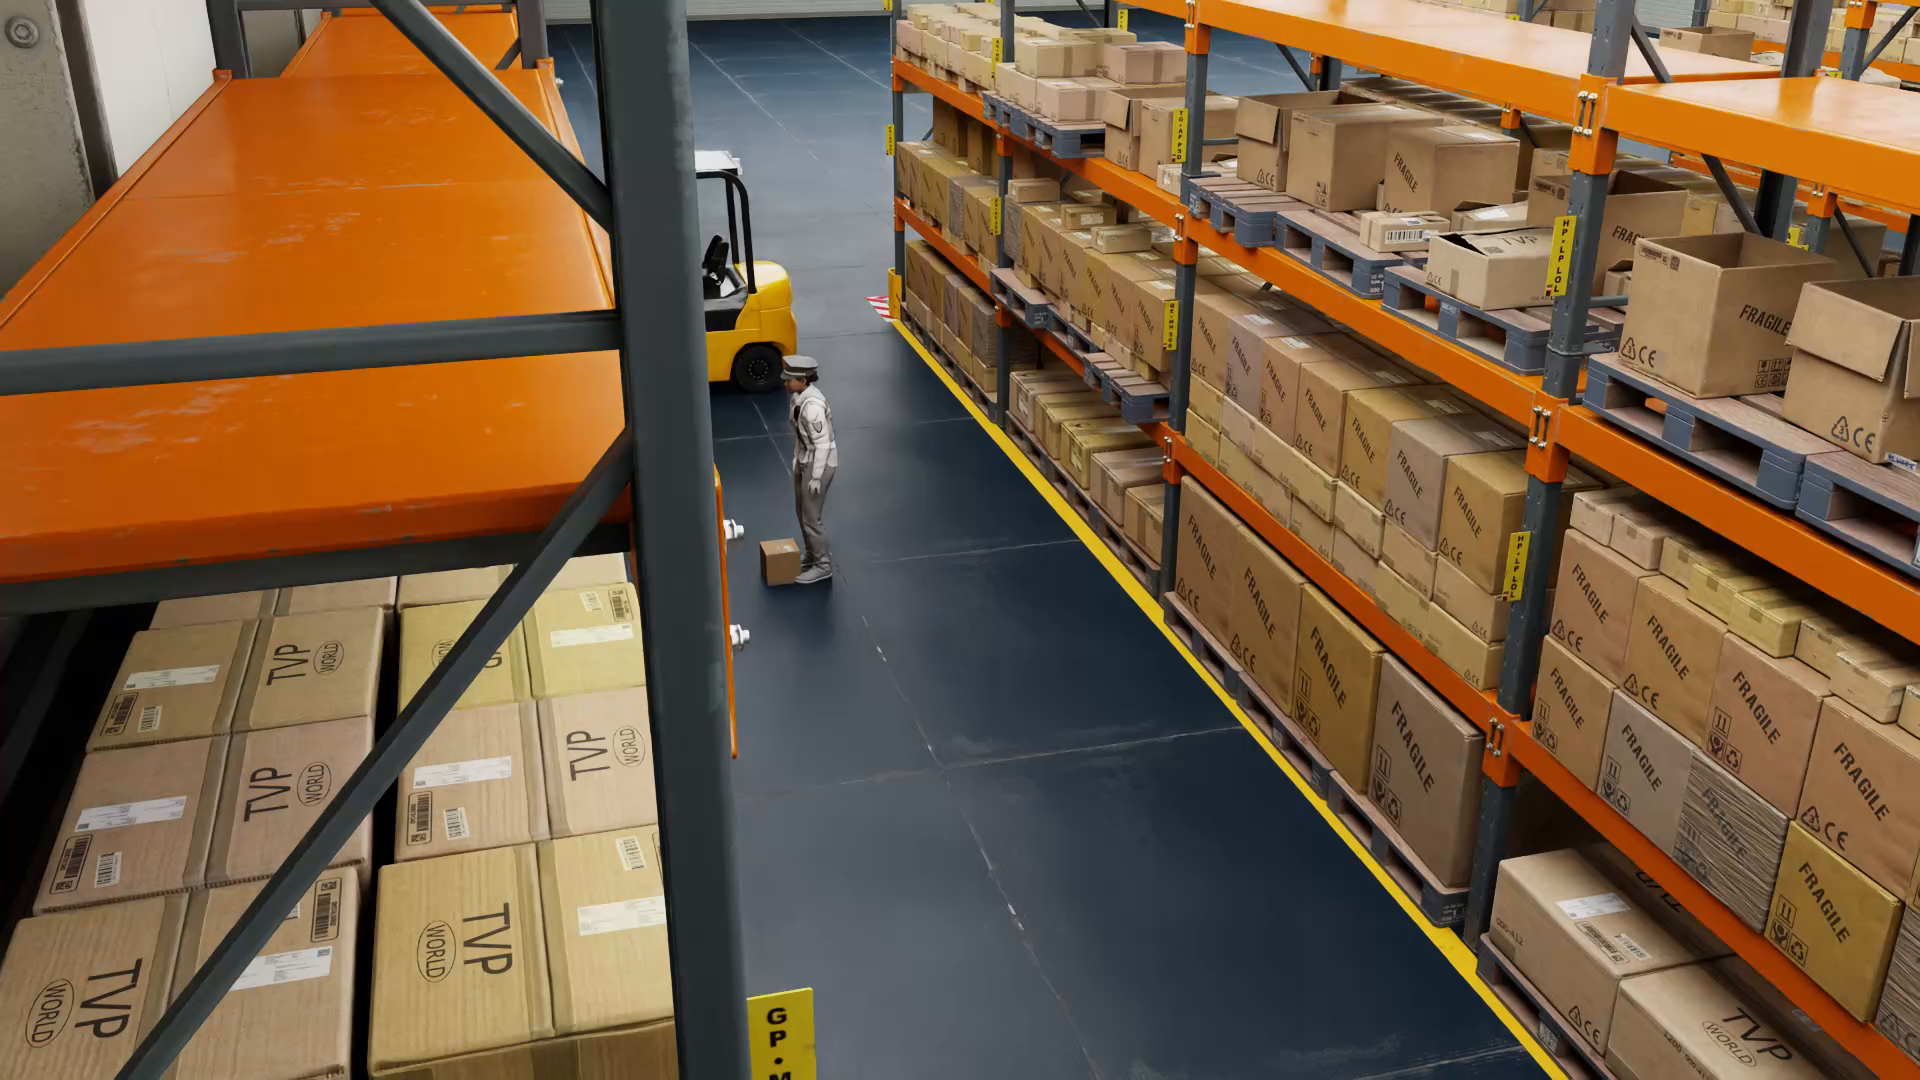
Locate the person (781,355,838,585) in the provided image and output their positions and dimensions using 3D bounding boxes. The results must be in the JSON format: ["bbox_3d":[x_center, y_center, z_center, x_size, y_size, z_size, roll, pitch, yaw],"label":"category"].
[{"bbox_3d":[-1.069,-0.515,11.844,0.376,1.663,0.544,-8,24,-18],"label":"person"}]
